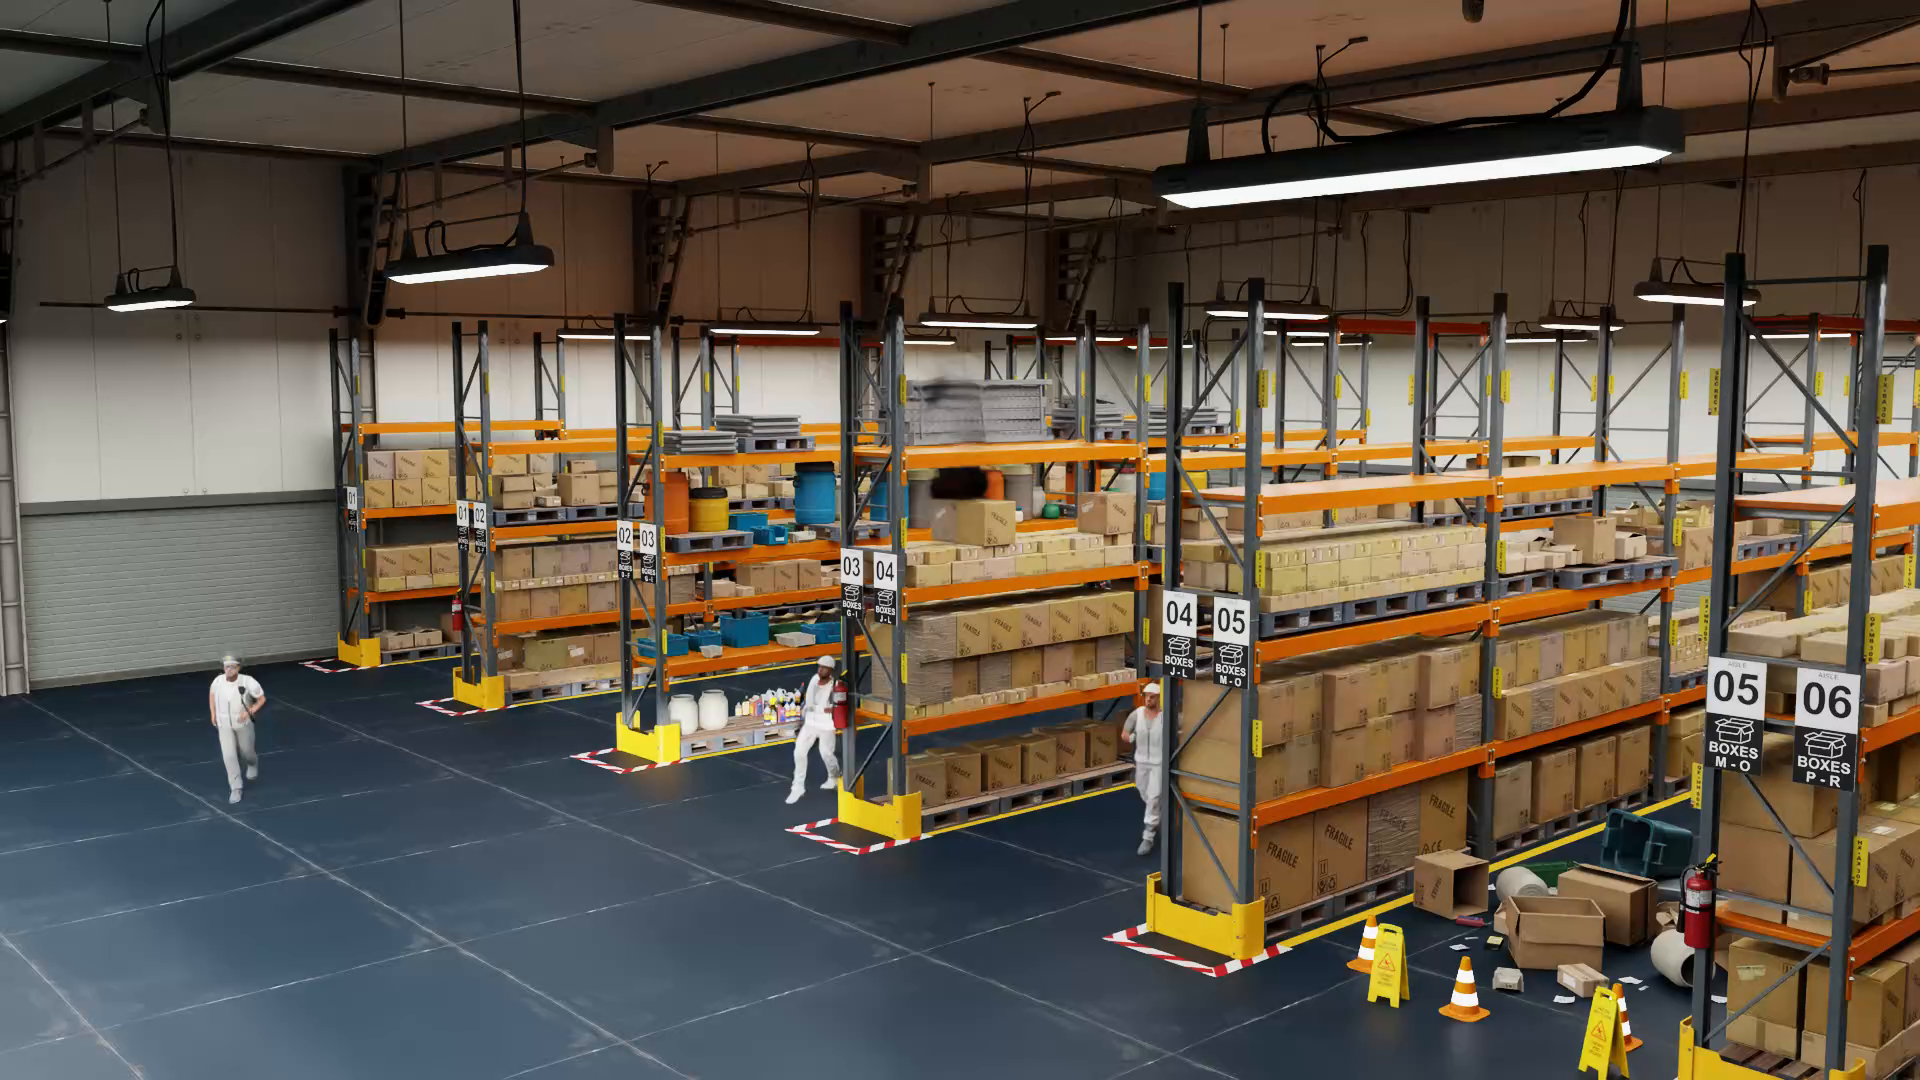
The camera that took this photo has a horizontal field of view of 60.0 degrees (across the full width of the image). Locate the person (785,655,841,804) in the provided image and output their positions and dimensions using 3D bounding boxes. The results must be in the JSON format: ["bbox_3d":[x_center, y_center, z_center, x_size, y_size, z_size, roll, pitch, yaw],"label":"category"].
[{"bbox_3d":[-1.657,2.292,20.257,0.706,1.804,0.839,3,7,30],"label":"person"}]

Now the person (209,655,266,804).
[{"bbox_3d":[-8.912,2.274,20.504,0.686,1.778,0.959,-1,6,-9],"label":"person"}]

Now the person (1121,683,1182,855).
[{"bbox_3d":[2.104,2.447,18.213,0.663,1.798,0.944,3,6,27],"label":"person"}]
